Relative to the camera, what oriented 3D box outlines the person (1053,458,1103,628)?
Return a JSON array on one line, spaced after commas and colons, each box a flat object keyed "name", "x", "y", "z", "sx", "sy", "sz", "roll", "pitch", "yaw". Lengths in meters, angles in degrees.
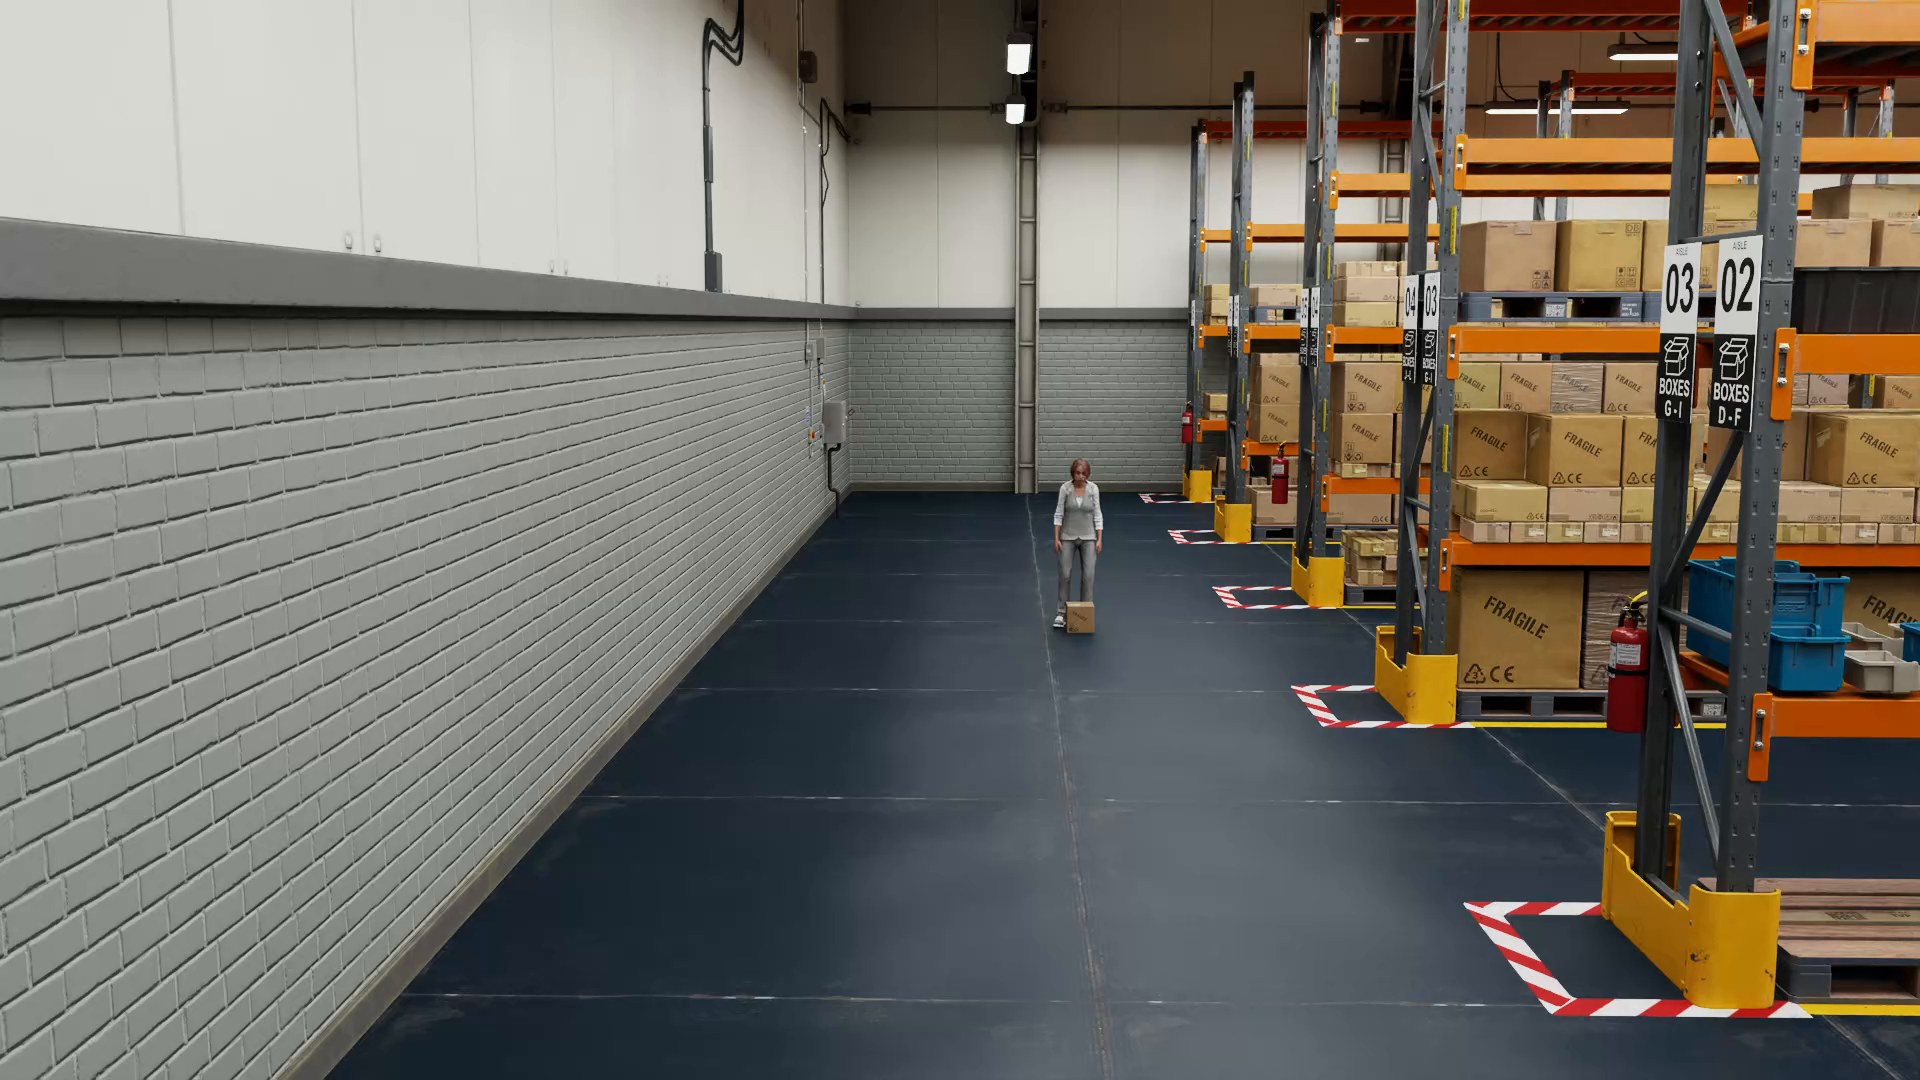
[{"name": "person", "x": 1.111, "y": 0.081, "z": 15.646, "sx": 0.461, "sy": 1.479, "sz": 0.364, "roll": 0, "pitch": 7, "yaw": 2}]
